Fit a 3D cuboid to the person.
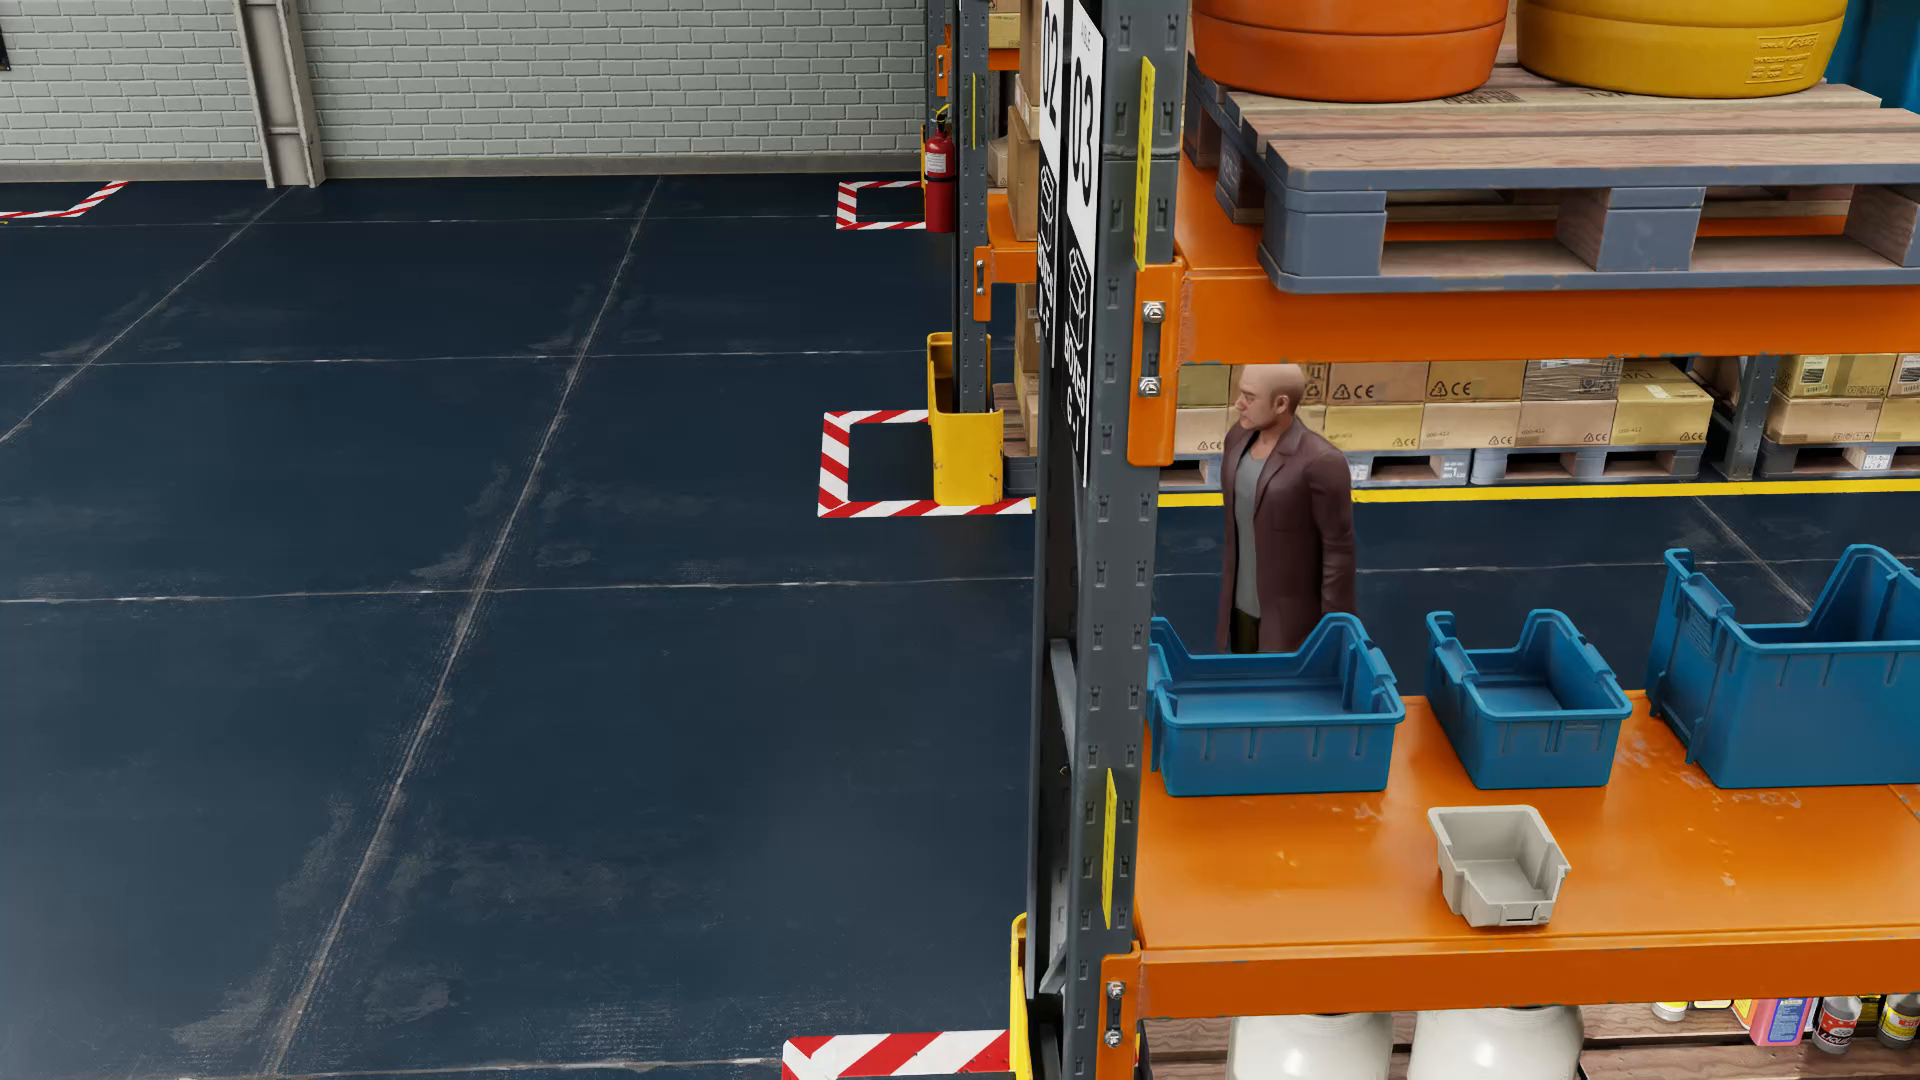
[{"bbox_3d":[1.166,0.269,5.815,0.574,1.579,0.628,-16,31,-28],"label":"person"}]
